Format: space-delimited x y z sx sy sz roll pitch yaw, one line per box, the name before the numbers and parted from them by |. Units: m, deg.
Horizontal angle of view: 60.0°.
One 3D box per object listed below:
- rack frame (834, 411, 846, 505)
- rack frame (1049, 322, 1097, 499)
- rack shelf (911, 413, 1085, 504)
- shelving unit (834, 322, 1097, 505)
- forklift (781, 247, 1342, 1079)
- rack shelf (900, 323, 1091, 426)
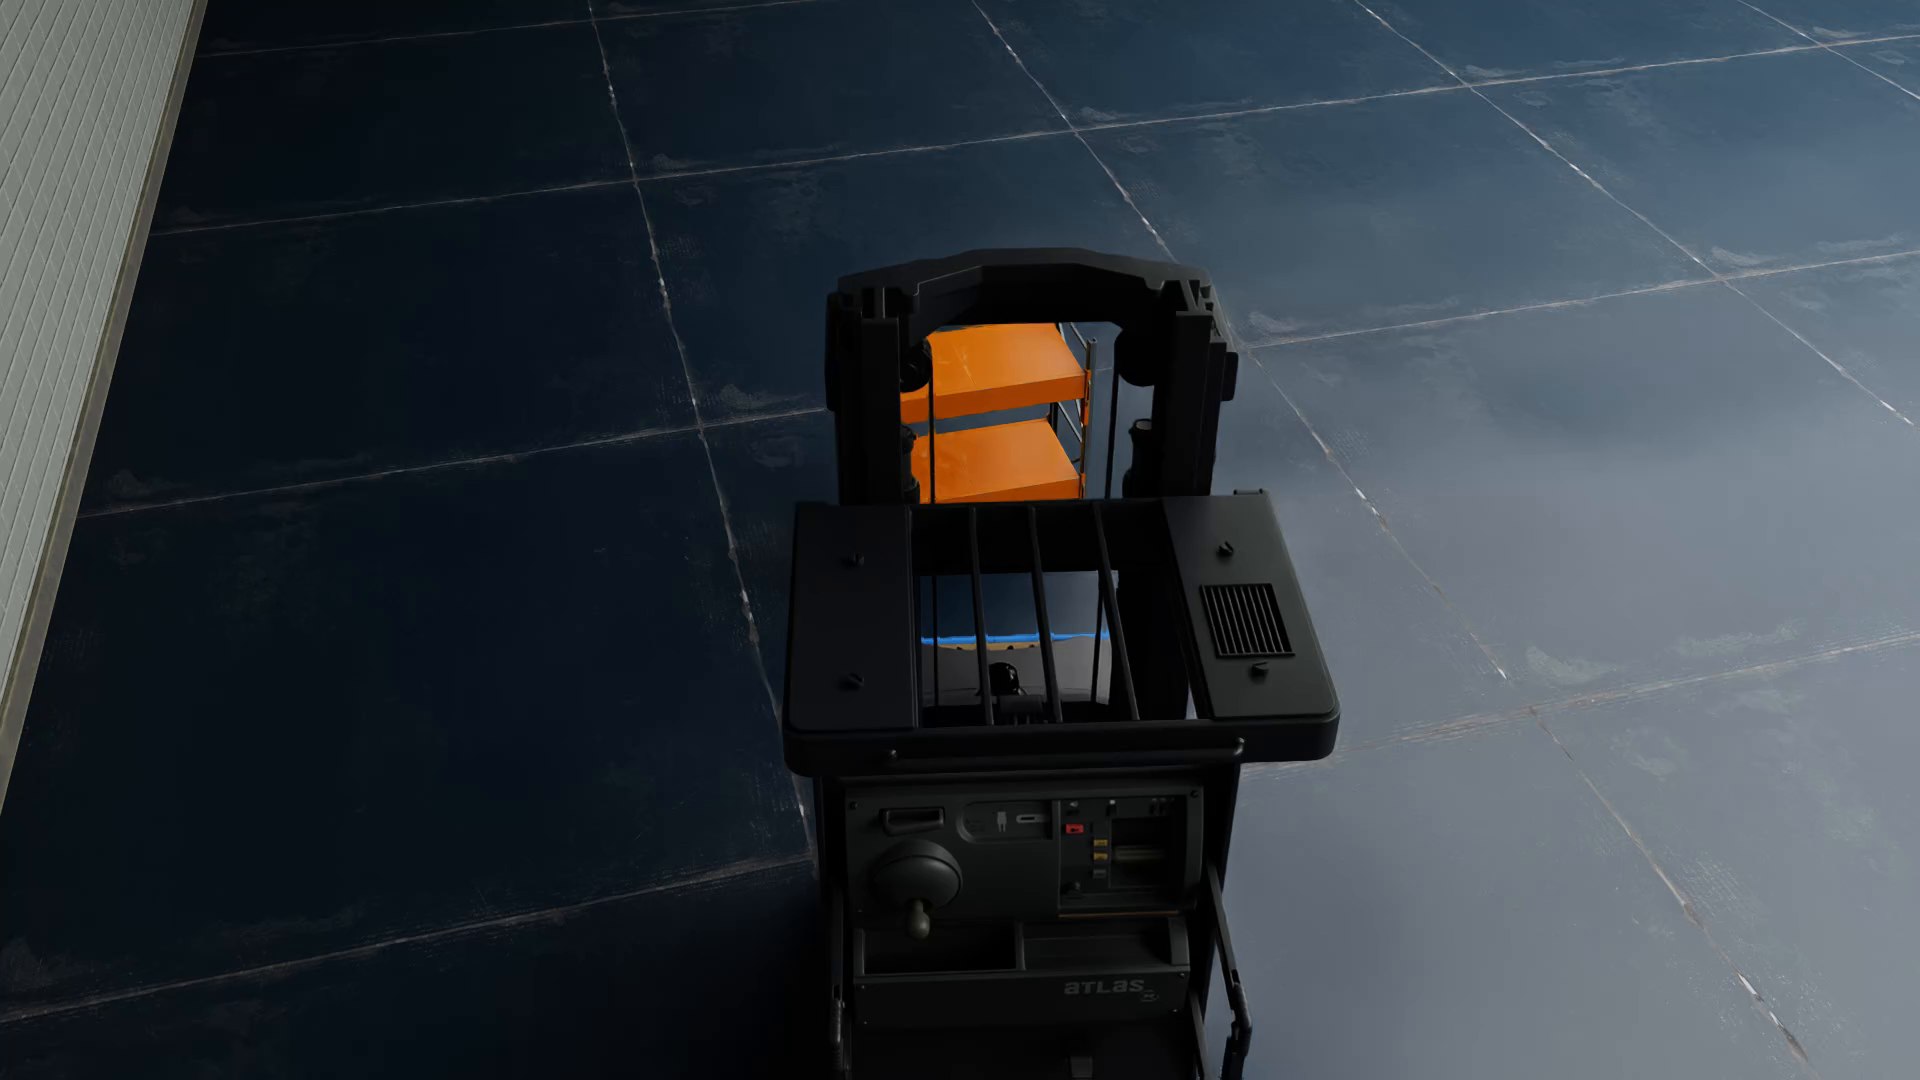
rack frame | -0.484 -0.367 7.304 0.032 1.125 0.500 -9 38 -12
rack frame | 0.497 -0.528 7.515 0.032 1.125 0.500 -9 38 -12
rack shelf | 0.007 -0.254 7.558 1.000 0.278 0.538 -9 38 -12
shelving unit | 0.007 -0.448 7.410 1.048 1.125 0.538 -9 38 -12
forklift | 0.181 0.897 4.165 1.130 2.935 3.031 -2 37 -2
rack shelf | 0.007 -0.680 7.232 1.000 0.278 0.538 -9 38 -12
